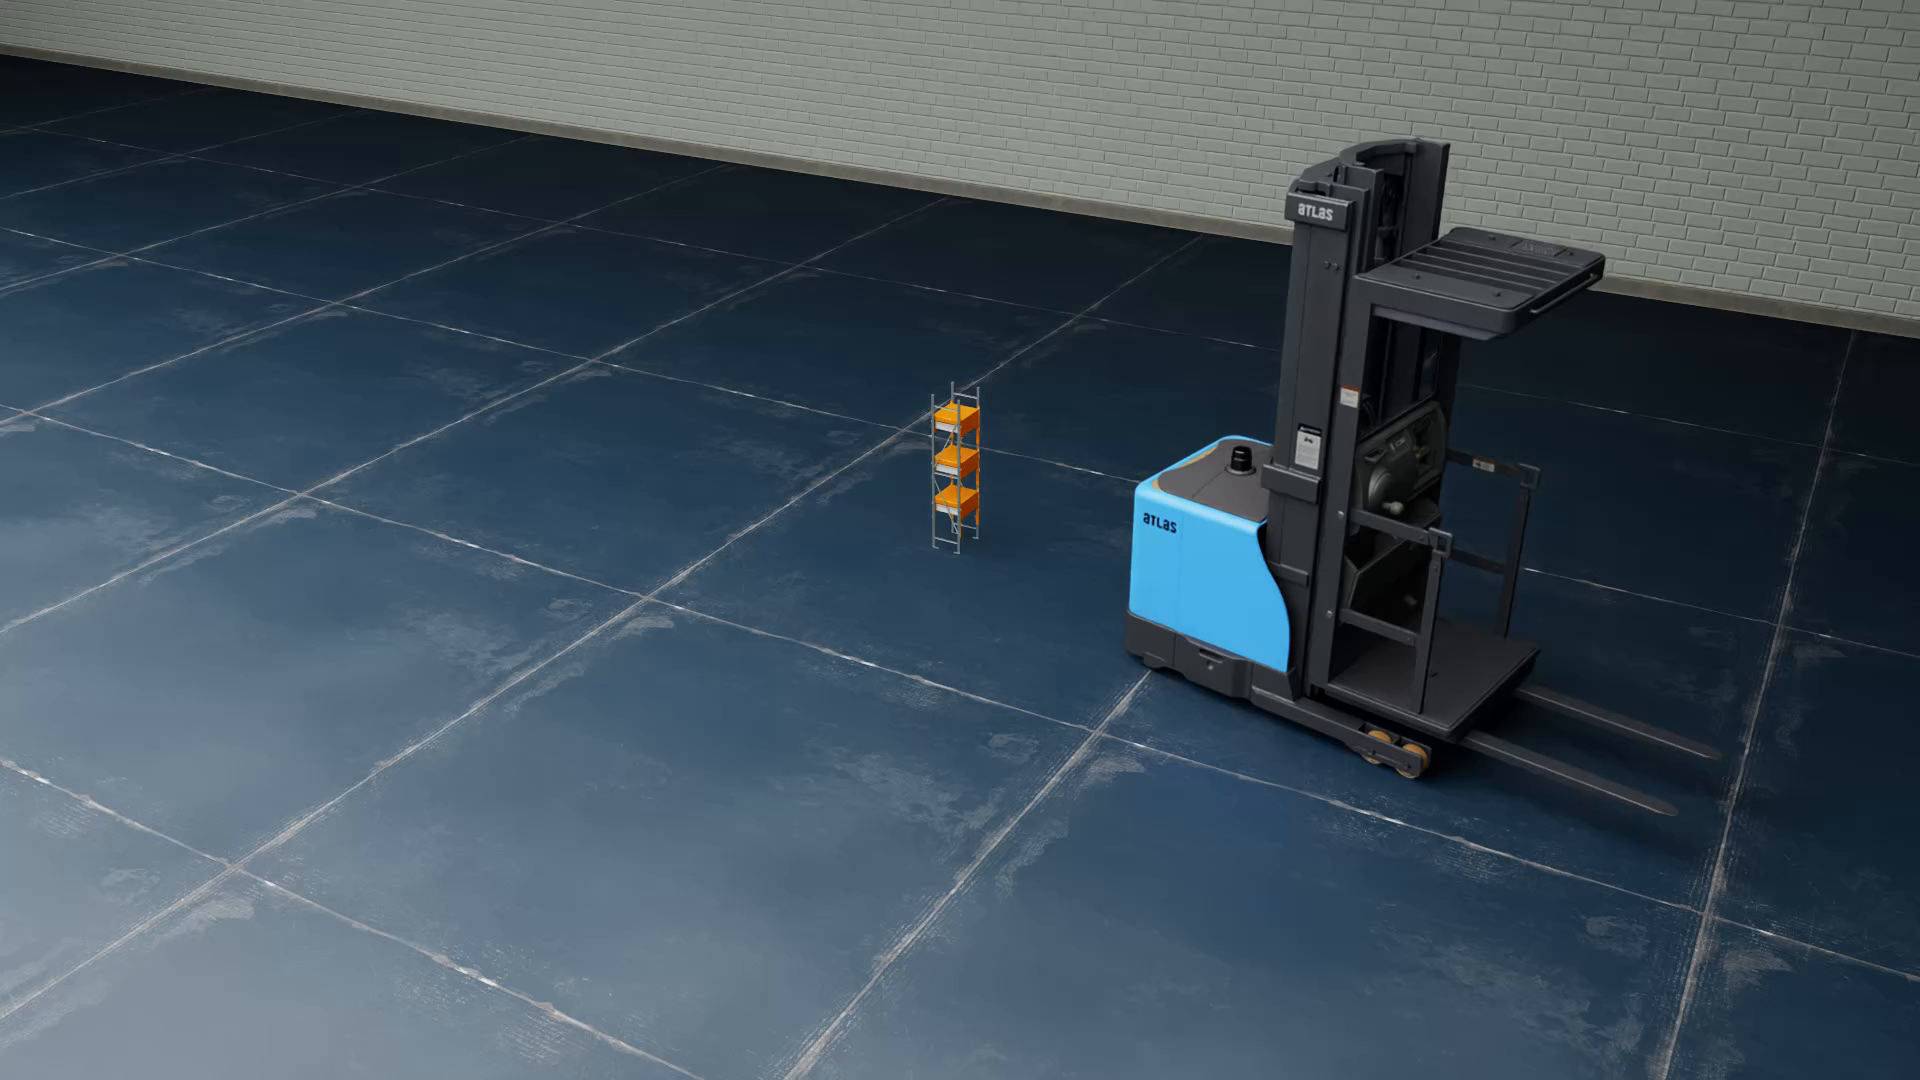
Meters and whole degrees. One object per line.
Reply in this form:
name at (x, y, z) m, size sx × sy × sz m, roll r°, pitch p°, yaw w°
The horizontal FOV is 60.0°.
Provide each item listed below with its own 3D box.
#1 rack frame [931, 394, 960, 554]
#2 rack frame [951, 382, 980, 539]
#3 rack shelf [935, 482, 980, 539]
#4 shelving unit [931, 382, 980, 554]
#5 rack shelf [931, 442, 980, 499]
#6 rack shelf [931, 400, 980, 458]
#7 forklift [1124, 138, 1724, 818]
rack frame at (-0.086, -0.401, 10.378) m, size 0.200 × 1.050 × 0.008 m, roll 14°, pitch 30°, yaw 26°
rack frame at (0.034, -0.496, 10.568) m, size 0.200 × 1.050 × 0.008 m, roll 14°, pitch 30°, yaw 26°
rack shelf at (-0.026, -0.191, 10.602) m, size 0.215 × 0.259 × 0.240 m, roll 14°, pitch 30°, yaw 26°
shelving unit at (-0.026, -0.449, 10.473) m, size 0.215 × 1.050 × 0.252 m, roll 14°, pitch 30°, yaw 26°
rack shelf at (-0.026, -0.439, 10.478) m, size 0.215 × 0.259 × 0.240 m, roll 14°, pitch 30°, yaw 26°
rack shelf at (-0.026, -0.693, 10.351) m, size 0.215 × 0.259 × 0.240 m, roll 14°, pitch 30°, yaw 26°
forklift at (2.377, -0.382, 8.238) m, size 3.031 × 2.935 × 1.130 m, roll 21°, pitch 33°, yaw 35°
